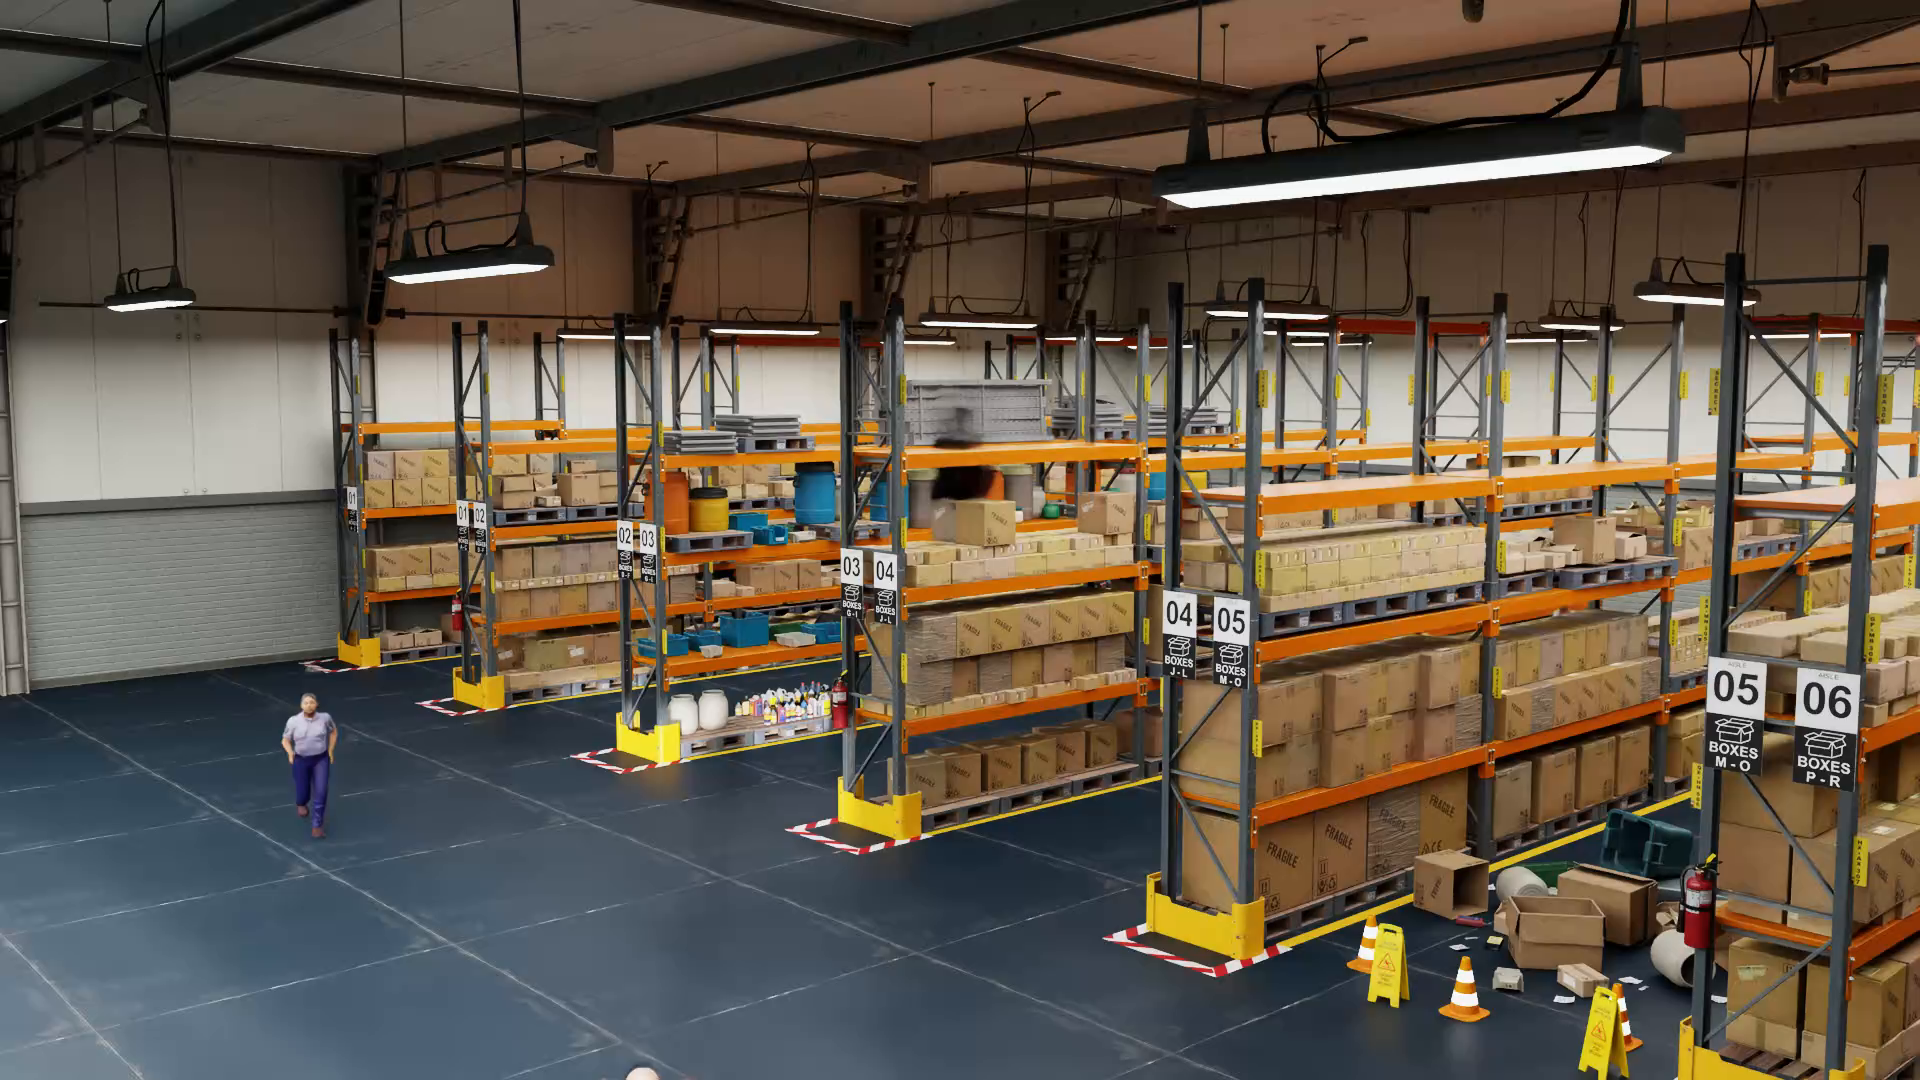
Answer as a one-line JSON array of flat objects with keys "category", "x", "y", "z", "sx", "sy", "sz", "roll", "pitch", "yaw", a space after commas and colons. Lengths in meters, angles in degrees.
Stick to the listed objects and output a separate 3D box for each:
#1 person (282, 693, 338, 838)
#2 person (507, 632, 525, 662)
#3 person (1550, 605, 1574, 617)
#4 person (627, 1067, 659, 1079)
[{"category": "person", "x": -7.355, "y": 2.512, "z": 18.848, "sx": 0.597, "sy": 1.615, "sz": 0.754, "roll": -3, "pitch": 6, "yaw": -25}, {"category": "person", "x": -7.674, "y": 1.569, "z": 28.453, "sx": 0.528, "sy": 1.620, "sz": 0.746, "roll": 4, "pitch": 7, "yaw": 37}, {"category": "person", "x": 9.366, "y": 1.704, "z": 25.833, "sx": 0.662, "sy": 1.766, "sz": 0.999, "roll": 6, "pitch": 8, "yaw": 45}, {"category": "person", "x": -1.575, "y": 3.483, "z": 8.272, "sx": 0.726, "sy": 1.732, "sz": 0.865, "roll": -1, "pitch": 6, "yaw": -11}]
